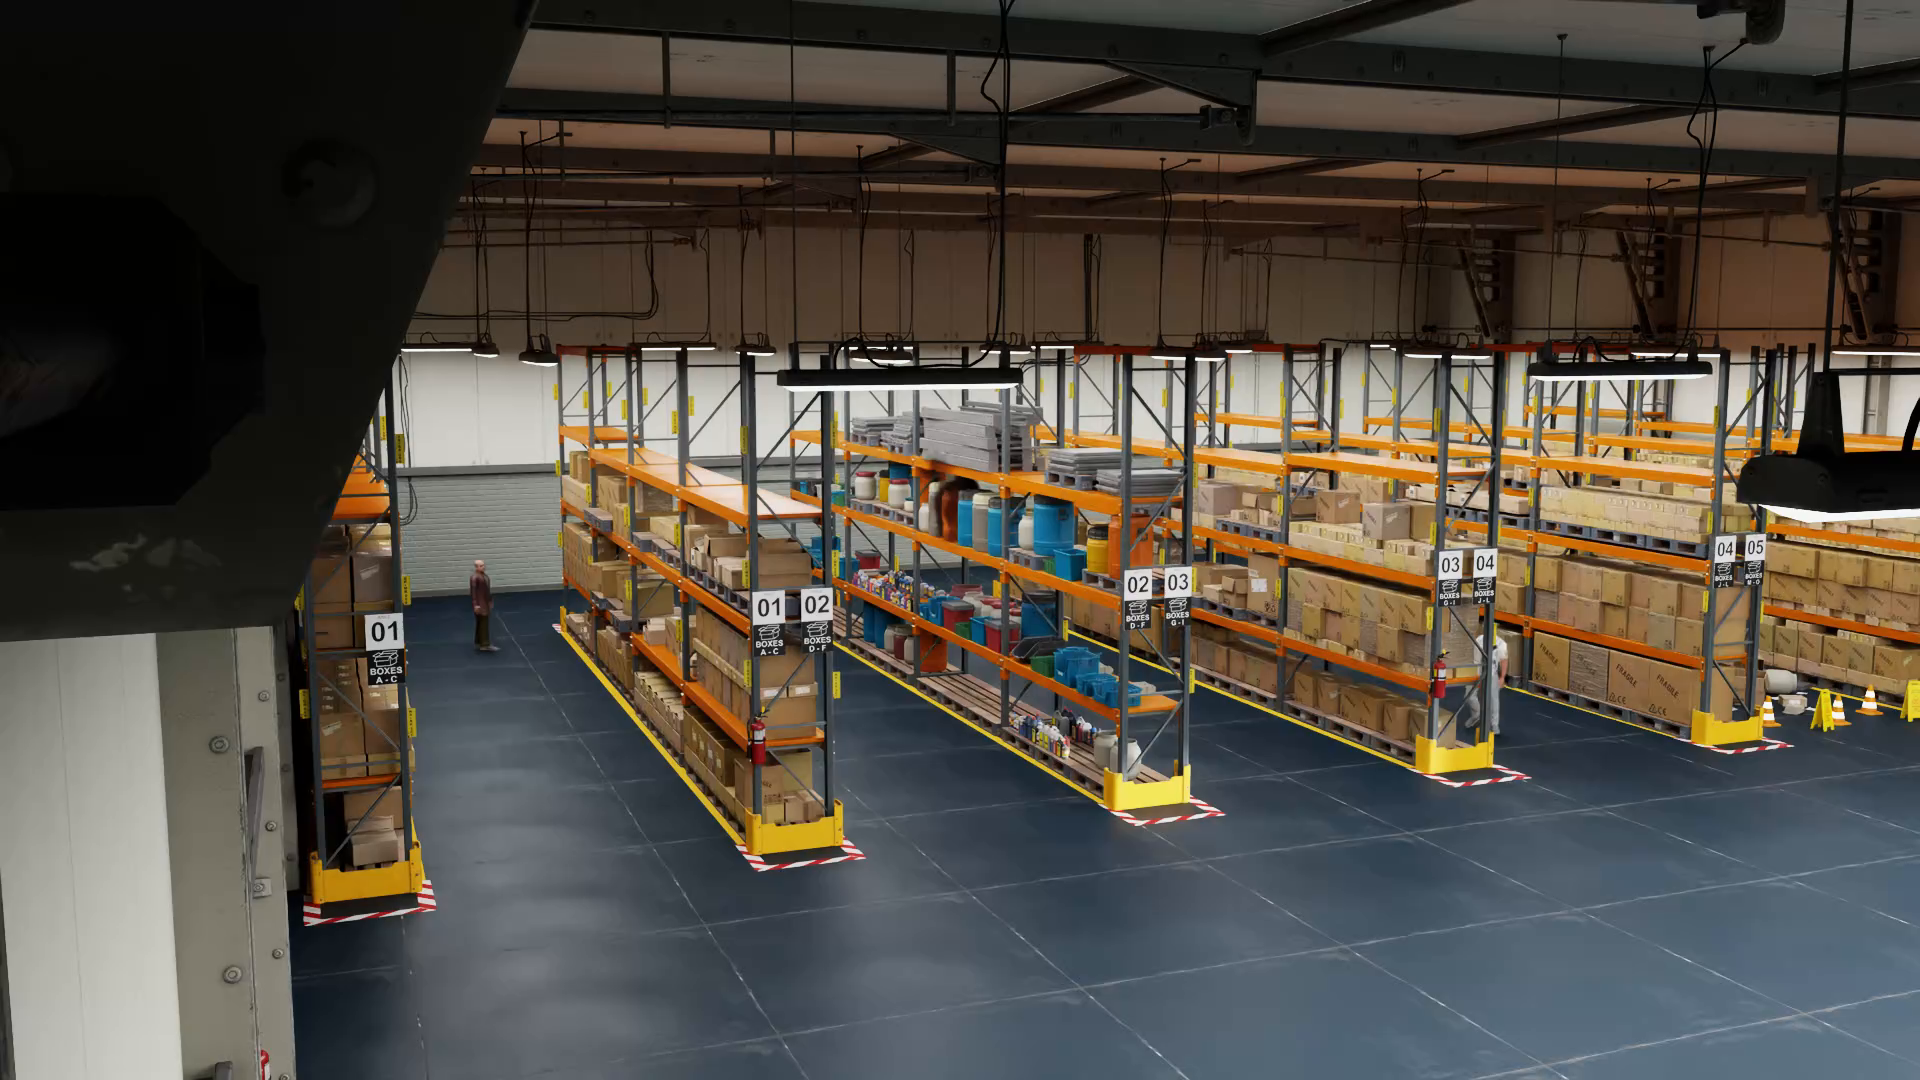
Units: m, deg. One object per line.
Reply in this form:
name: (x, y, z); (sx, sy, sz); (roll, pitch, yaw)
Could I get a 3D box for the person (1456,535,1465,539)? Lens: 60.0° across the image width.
person: (11.003, 0.798, 36.751); (0.467, 1.809, 0.602); (1, 7, 4)

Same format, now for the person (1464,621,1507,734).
person: (8.294, 2.140, 26.216); (0.628, 1.768, 0.486); (4, 8, 30)

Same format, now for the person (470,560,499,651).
person: (-9.401, 1.276, 32.945); (0.512, 1.789, 0.626); (-1, 7, -8)
